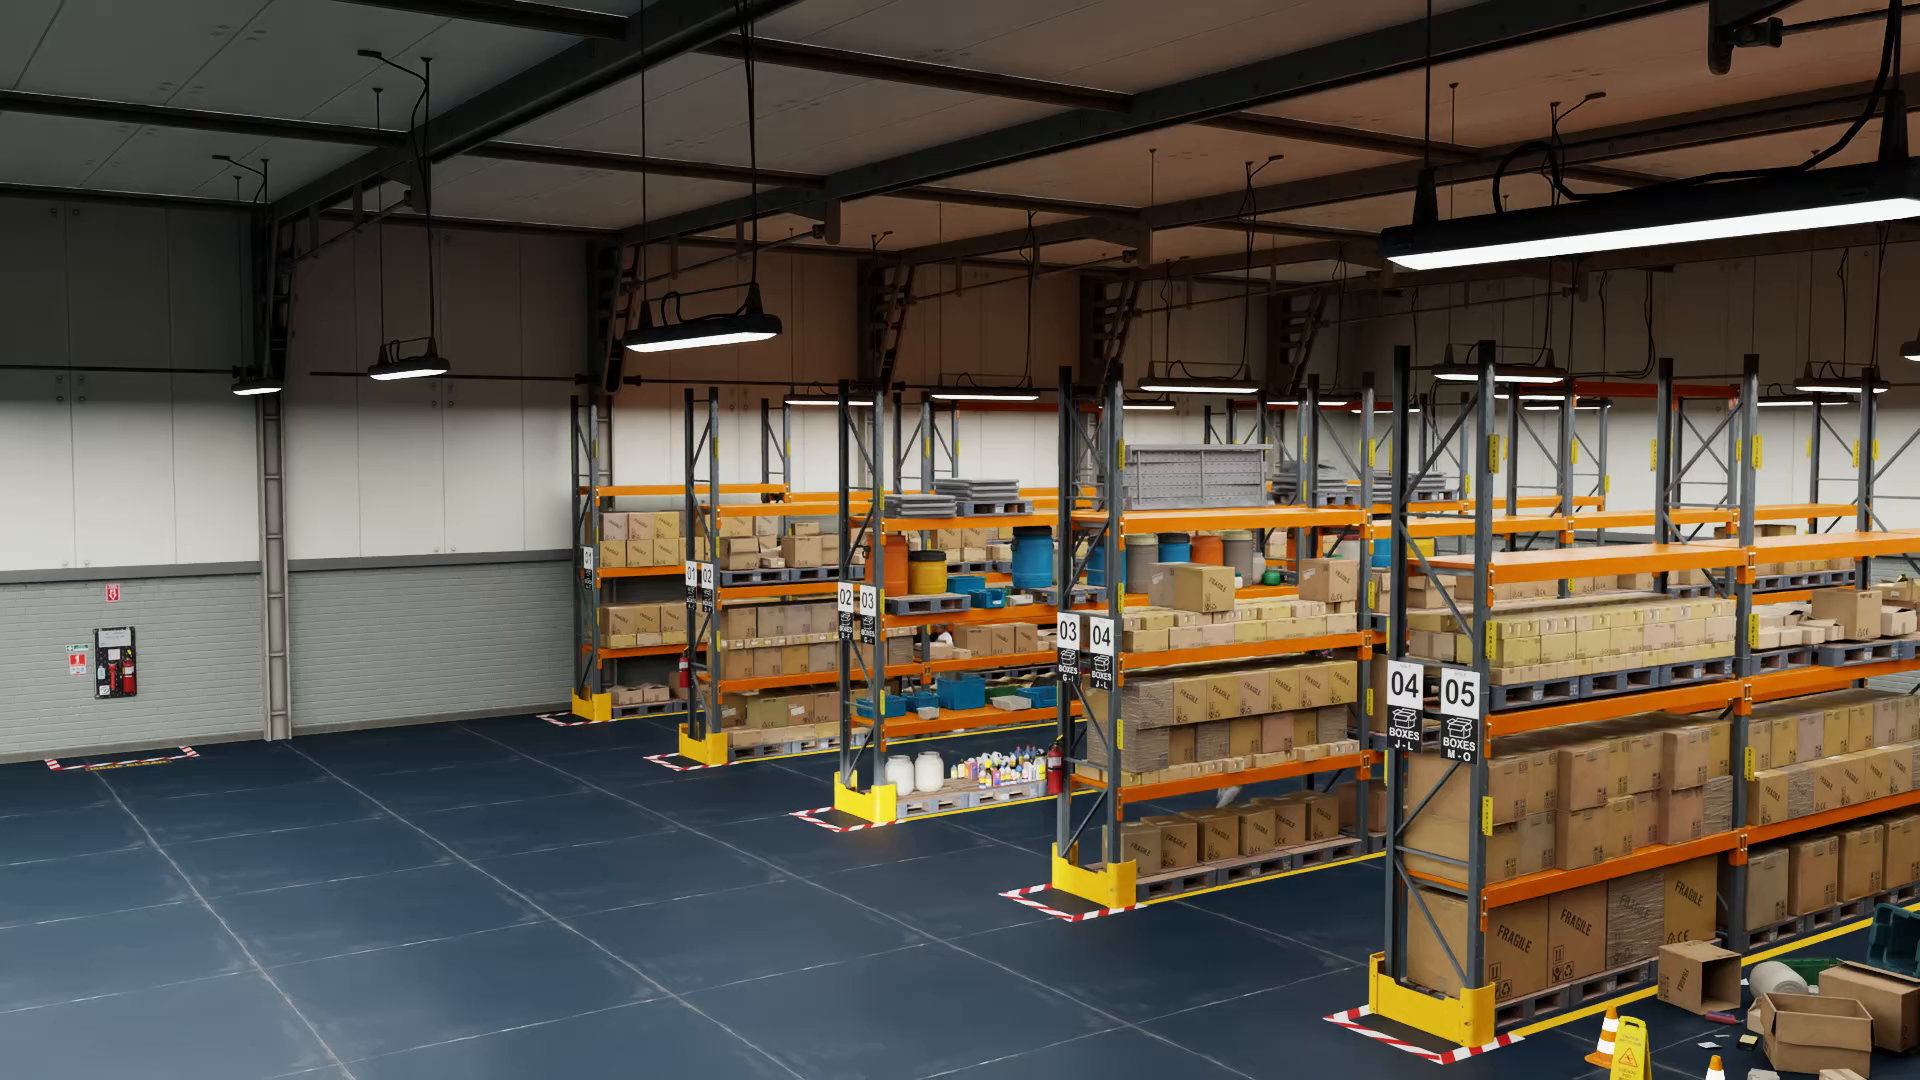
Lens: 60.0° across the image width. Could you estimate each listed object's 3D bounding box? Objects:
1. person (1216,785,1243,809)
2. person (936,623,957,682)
[{"bbox_3d":[3.564,2.943,22.382,0.548,1.765,0.588,-2,4,-35],"label":"person"},{"bbox_3d":[-0.129,2.395,31.810,0.678,1.730,0.596,-1,4,-12],"label":"person"}]
